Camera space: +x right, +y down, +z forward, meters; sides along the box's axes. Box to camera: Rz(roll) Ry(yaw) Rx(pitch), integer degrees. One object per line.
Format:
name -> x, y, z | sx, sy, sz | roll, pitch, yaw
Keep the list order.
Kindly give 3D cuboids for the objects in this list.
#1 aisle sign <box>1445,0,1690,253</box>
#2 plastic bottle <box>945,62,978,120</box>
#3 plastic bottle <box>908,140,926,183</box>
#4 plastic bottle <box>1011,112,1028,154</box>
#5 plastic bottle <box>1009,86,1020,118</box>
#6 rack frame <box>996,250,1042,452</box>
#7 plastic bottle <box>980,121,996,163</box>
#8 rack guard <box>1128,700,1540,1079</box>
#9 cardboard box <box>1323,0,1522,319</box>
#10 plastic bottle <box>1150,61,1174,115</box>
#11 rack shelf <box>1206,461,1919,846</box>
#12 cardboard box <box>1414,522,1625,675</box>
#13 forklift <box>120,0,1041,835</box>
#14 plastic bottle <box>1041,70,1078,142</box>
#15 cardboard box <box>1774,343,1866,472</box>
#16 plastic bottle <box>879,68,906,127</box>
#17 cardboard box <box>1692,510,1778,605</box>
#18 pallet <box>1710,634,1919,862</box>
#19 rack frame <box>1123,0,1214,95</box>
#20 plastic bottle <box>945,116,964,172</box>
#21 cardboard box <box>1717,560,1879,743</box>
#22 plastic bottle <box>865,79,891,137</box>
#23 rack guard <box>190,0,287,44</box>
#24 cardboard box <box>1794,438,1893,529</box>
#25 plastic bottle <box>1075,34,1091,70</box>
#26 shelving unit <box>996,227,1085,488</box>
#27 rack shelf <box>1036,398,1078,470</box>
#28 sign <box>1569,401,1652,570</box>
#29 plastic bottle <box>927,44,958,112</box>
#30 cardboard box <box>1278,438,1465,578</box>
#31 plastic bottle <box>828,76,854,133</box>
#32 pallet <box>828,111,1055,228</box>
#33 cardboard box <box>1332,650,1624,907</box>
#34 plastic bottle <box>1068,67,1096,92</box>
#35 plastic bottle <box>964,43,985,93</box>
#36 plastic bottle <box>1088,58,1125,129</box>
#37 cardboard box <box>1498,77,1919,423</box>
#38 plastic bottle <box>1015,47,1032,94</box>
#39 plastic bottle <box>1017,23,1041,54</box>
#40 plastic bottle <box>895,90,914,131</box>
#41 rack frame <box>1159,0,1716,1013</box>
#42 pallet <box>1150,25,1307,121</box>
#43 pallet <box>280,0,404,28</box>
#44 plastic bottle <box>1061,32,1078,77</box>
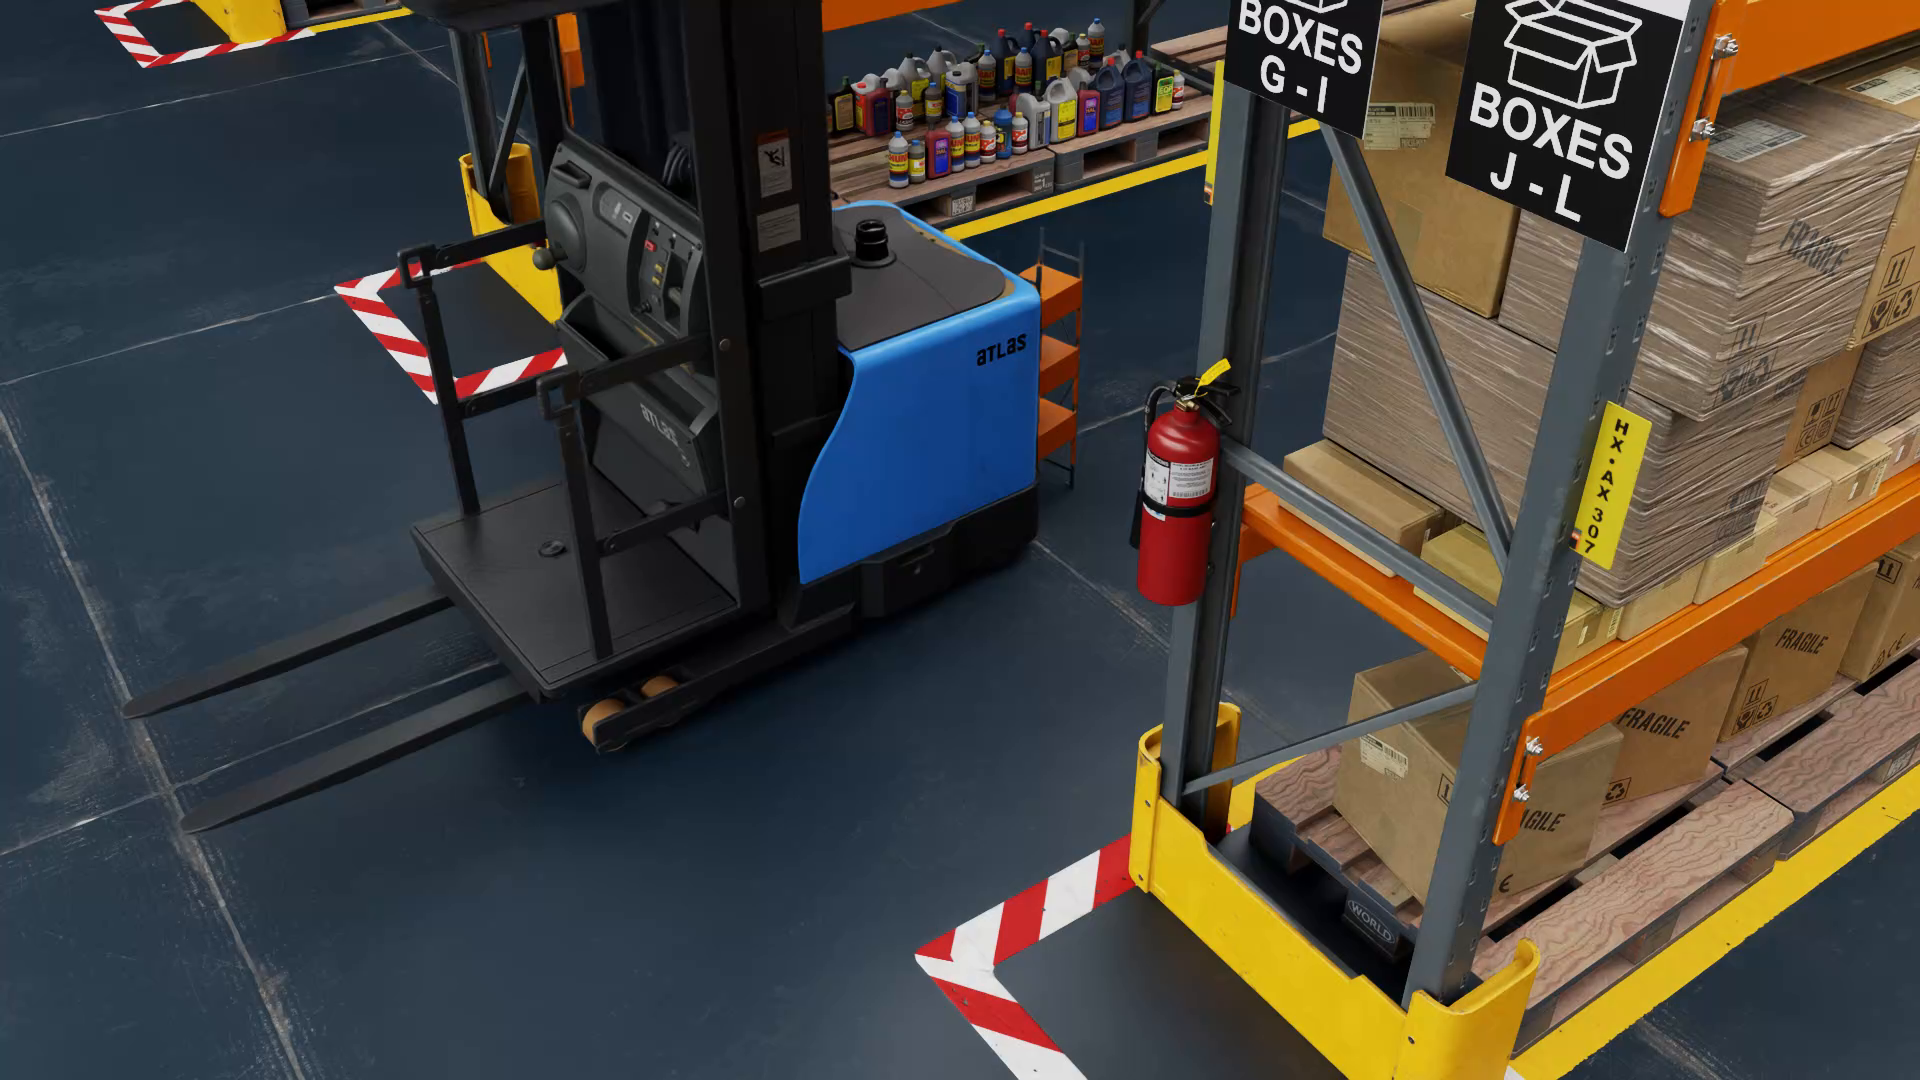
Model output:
aisle sign -> 1.007, -0.898, 2.702 | 0.004, 0.787, 0.394 | -22, 41, -28
plastic bottle -> 0.007, -2.446, 9.038 | 0.135, 0.276, 0.152 | -22, 41, -28
plastic bottle -> -0.222, -1.909, 8.354 | 0.097, 0.201, 0.097 | 0, 36, 0
plastic bottle -> 0.304, -2.125, 8.656 | 0.097, 0.201, 0.097 | 0, 36, 0
plastic bottle -> 0.323, -2.262, 8.775 | 0.133, 0.283, 0.061 | -22, 41, -28
rack frame -> 0.208, -0.560, 6.130 | 0.200, 1.050, 0.008 | 27, 44, 32
plastic bottle -> 0.136, -2.056, 8.559 | 0.097, 0.201, 0.097 | 0, 36, 0
rack guard -> 0.947, 0.983, 4.455 | 0.348, 0.500, 1.175 | -22, 41, -28
cardboard box -> 1.192, -0.876, 3.703 | 0.500, 0.500, 0.500 | -22, 41, -28
plastic bottle -> 1.098, -2.472, 9.068 | 0.133, 0.283, 0.061 | -20, 40, -26
rack shelf -> 2.520, -0.387, 4.835 | 4.000, 0.370, 1.077 | -22, 41, -28
cardboard box -> 1.255, 0.114, 3.738 | 0.250, 0.149, 0.380 | -22, 41, -28
forklift -> -1.192, -0.865, 4.943 | 3.031, 2.935, 1.130 | -24, 42, -29
plastic bottle -> 0.520, -2.291, 8.759 | 0.185, 0.351, 0.144 | -23, 41, -28
cardboard box -> 1.690, -0.565, 4.126 | 0.500, 0.500, 0.875 | -22, 41, -28
plastic bottle -> -0.384, -2.388, 8.958 | 0.135, 0.276, 0.152 | -24, 42, -29
cardboard box -> 1.684, -0.038, 3.949 | 0.250, 0.149, 0.380 | -22, 41, -28
pallet -> 2.628, 0.436, 5.463 | 1.213, 0.211, 1.003 | -22, 41, -28
rack frame -> 1.301, -3.715, 8.847 | 0.127, 3.000, 1.000 | -22, 41, -28
plastic bottle -> -0.026, -2.017, 8.446 | 0.097, 0.271, 0.097 | 0, 36, 0
cardboard box -> 2.397, 0.217, 5.160 | 0.500, 0.500, 0.500 | -18, 40, -24
plastic bottle -> -0.436, -2.294, 8.820 | 0.133, 0.283, 0.061 | -22, 41, -28
rack guard -> -4.838, -3.712, 10.984 | 0.348, 0.500, 1.175 | -22, 41, -28
cardboard box -> 2.085, -0.213, 4.192 | 0.250, 0.149, 0.380 | -22, 41, -28
plastic bottle -> 0.705, -2.826, 9.630 | 0.097, 0.201, 0.097 | 0, 36, 0
shelving unit -> 0.289, -0.615, 6.204 | 0.215, 1.050, 0.252 | 27, 44, 32
rack shelf -> 0.290, -0.381, 6.374 | 0.215, 0.259, 0.240 | 27, 44, 32
sign -> 1.198, -0.099, 3.077 | 0.005, 0.325, 0.100 | -22, 41, -28
plastic bottle -> -0.099, -2.539, 9.103 | 0.185, 0.351, 0.144 | -23, 42, -28
cardboard box -> 0.999, -0.099, 4.033 | 0.250, 0.149, 0.380 | -22, 41, -28
plastic bottle -> -0.634, -2.321, 8.858 | 0.133, 0.283, 0.061 | -21, 41, -27
pallet -> -0.270, -1.965, 8.801 | 1.213, 0.211, 1.003 | -22, 41, -28
cardboard box -> 1.405, 0.636, 4.578 | 0.500, 0.500, 0.500 | -15, 38, -20
plastic bottle -> 0.678, -2.432, 9.018 | 0.135, 0.276, 0.152 | -22, 41, -28
plastic bottle -> 0.089, -2.619, 9.272 | 0.133, 0.283, 0.061 | -20, 40, -26
plastic bottle -> 0.784, -2.400, 8.910 | 0.185, 0.351, 0.144 | -25, 42, -30
cardboard box -> 1.492, -0.628, 3.358 | 0.500, 0.500, 0.500 | -22, 41, -28
plastic bottle -> 0.354, -2.607, 9.265 | 0.097, 0.271, 0.097 | 0, 36, 0
plastic bottle -> 0.403, -2.745, 9.390 | 0.185, 0.351, 0.144 | -21, 41, -27
plastic bottle -> -0.297, -2.305, 8.905 | 0.097, 0.201, 0.097 | 0, 36, 0
rack frame -> 0.885, -0.006, 3.690 | 0.127, 3.000, 1.000 | -22, 41, -28
pallet -> 1.921, -2.866, 10.054 | 1.213, 0.211, 1.003 | -22, 41, -28
pallet -> -4.218, -3.881, 11.465 | 1.213, 0.211, 1.003 | -22, 41, -28
plastic bottle -> 0.602, -2.721, 9.414 | 0.133, 0.283, 0.061 | -22, 41, -28
